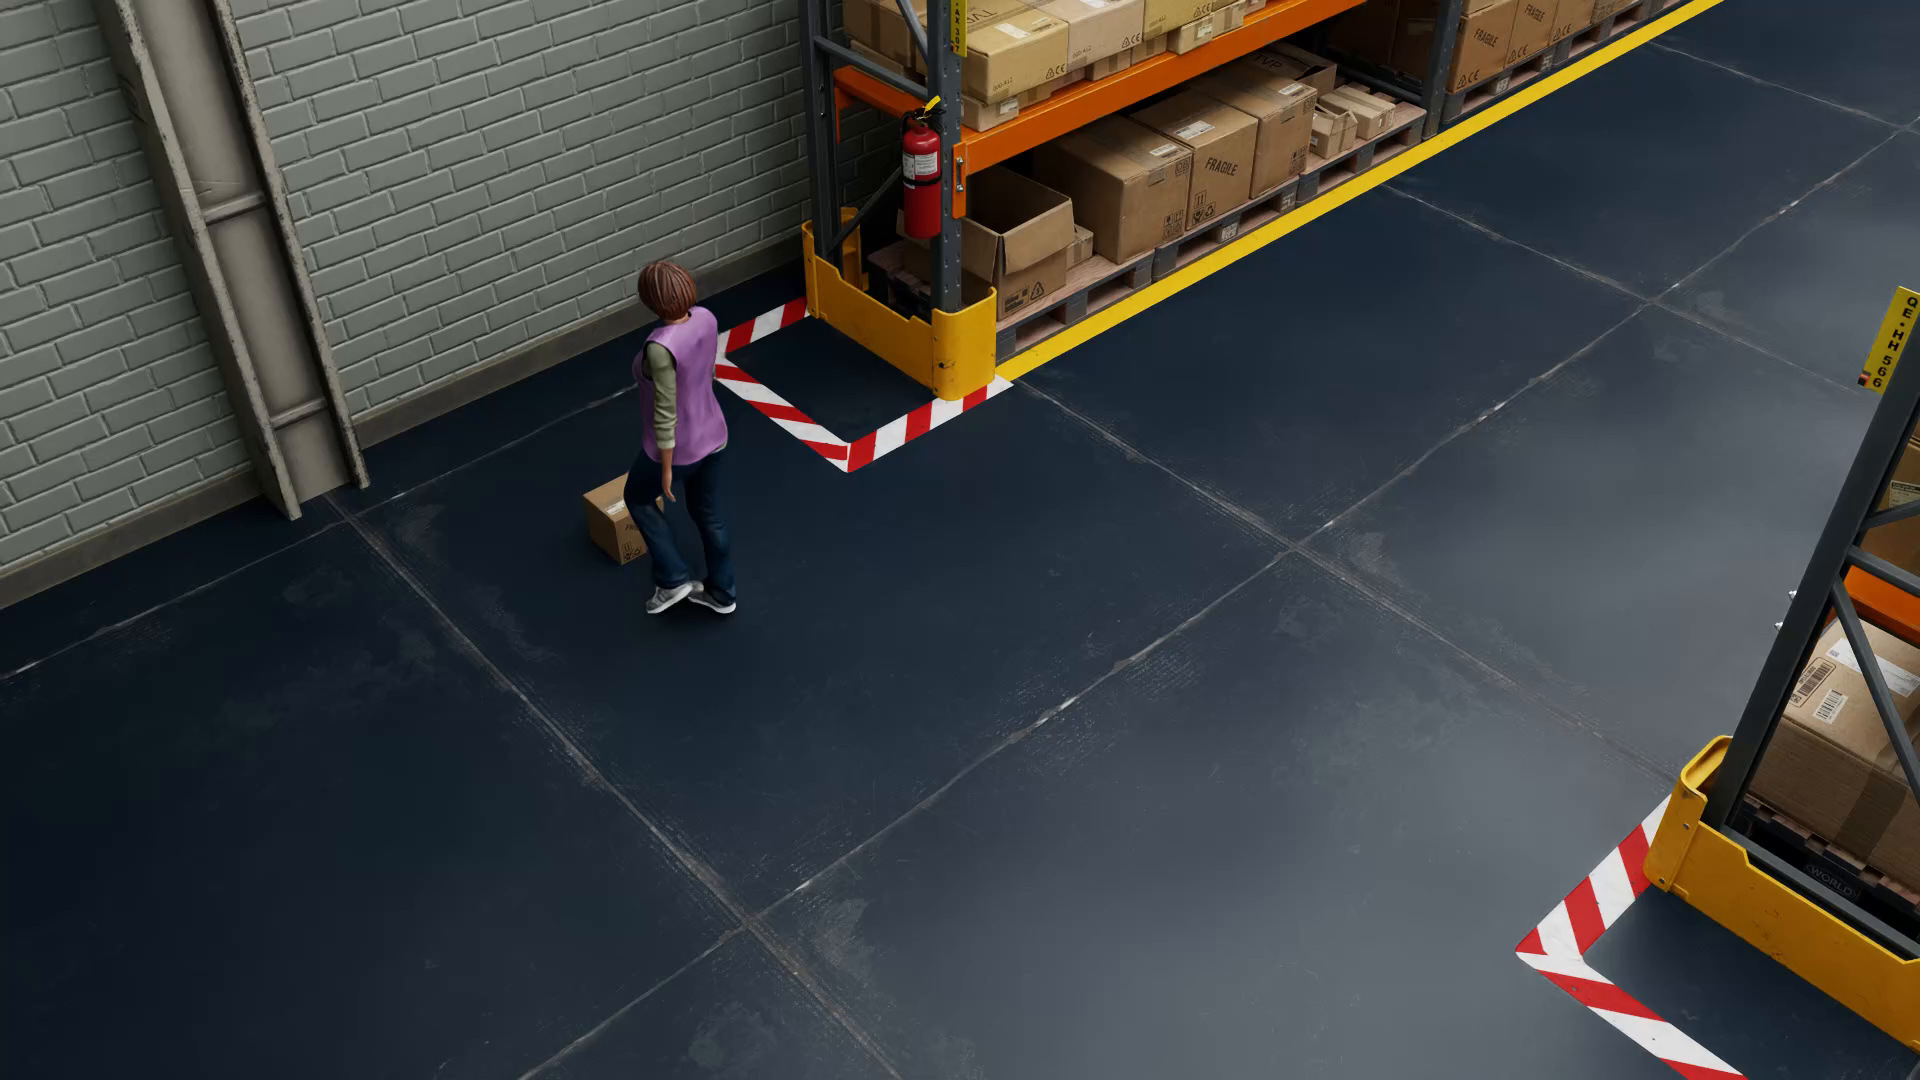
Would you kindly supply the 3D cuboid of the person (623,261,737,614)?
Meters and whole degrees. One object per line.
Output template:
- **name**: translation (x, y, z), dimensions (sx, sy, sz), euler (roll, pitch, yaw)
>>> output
- **person**: translation (-1.107, -0.381, 6.603), dimensions (0.431, 1.616, 0.461), euler (23, 45, 24)
